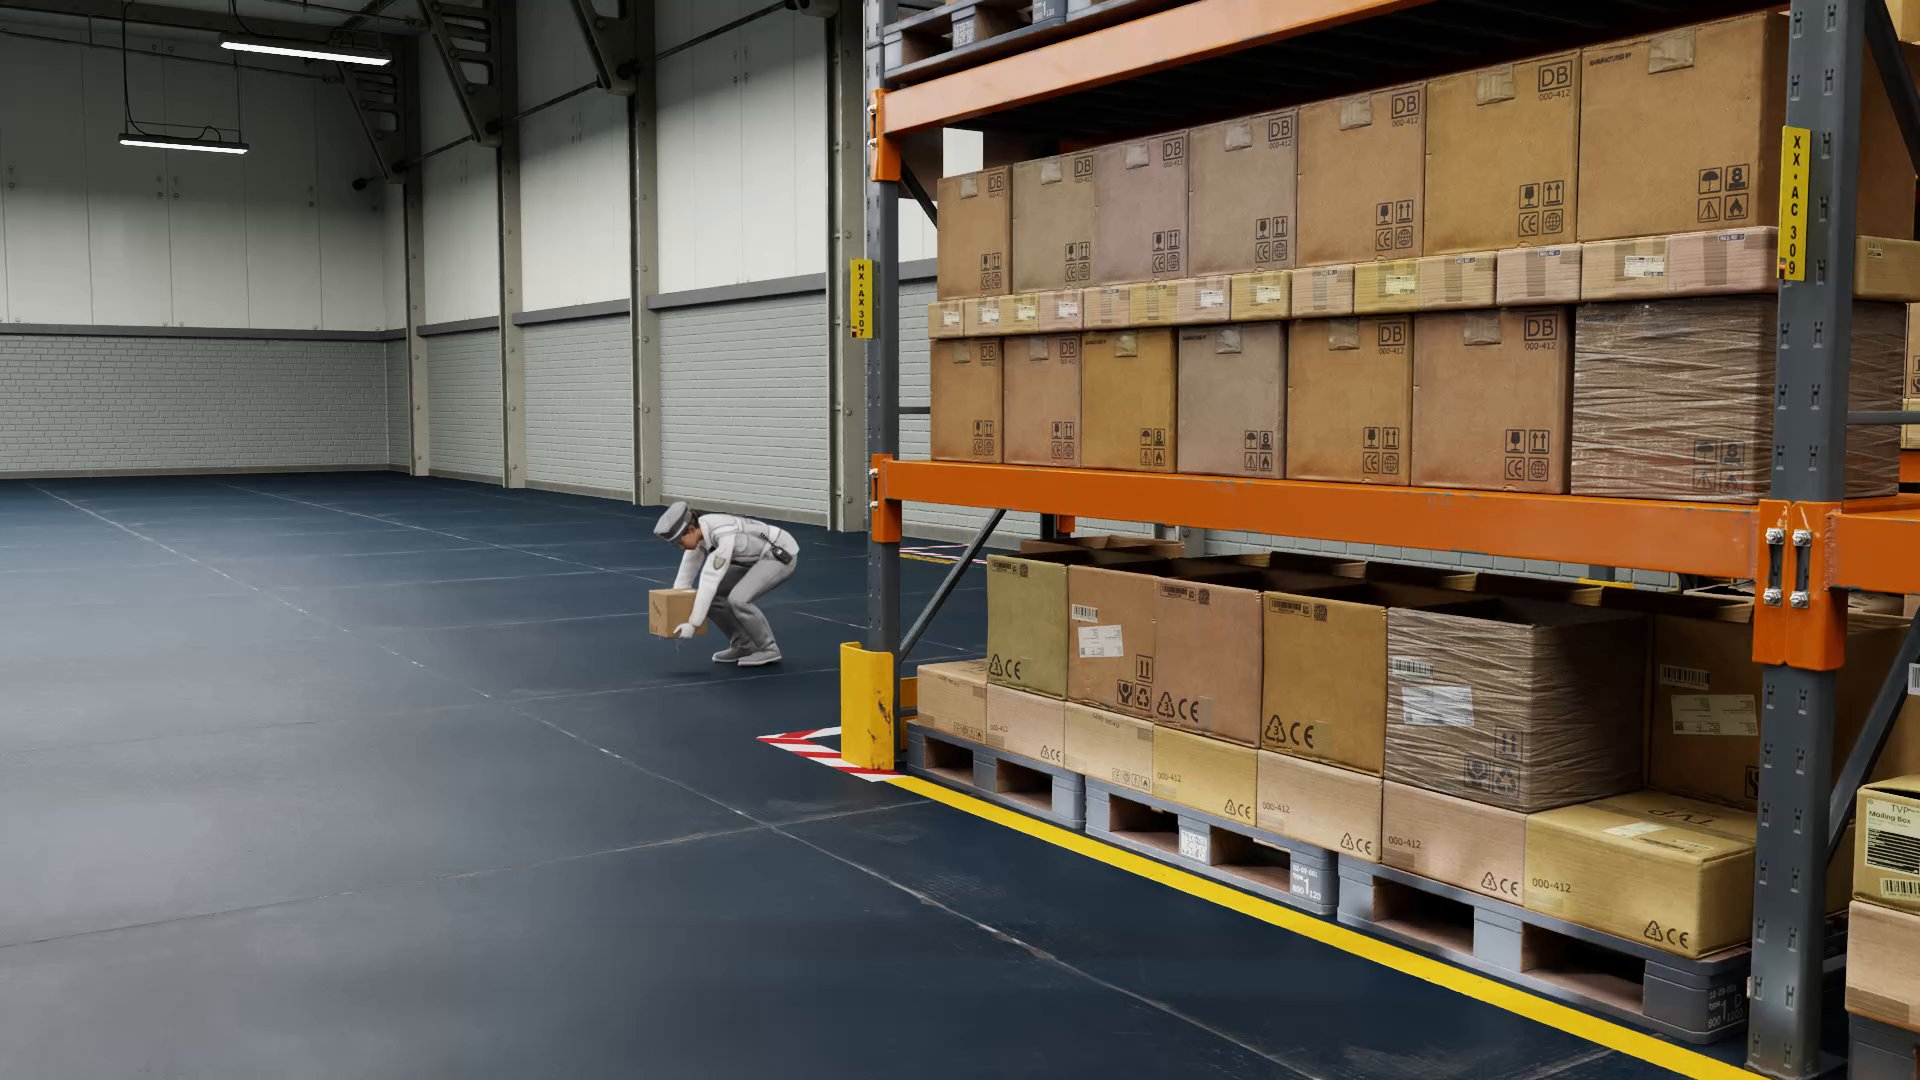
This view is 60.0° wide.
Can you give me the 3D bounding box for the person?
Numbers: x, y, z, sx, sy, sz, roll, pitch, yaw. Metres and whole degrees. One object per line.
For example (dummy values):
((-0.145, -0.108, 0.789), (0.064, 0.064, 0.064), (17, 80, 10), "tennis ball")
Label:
((-1.372, 0.250, 9.765), (0.907, 0.982, 0.462), (-3, 6, -36), "person")
